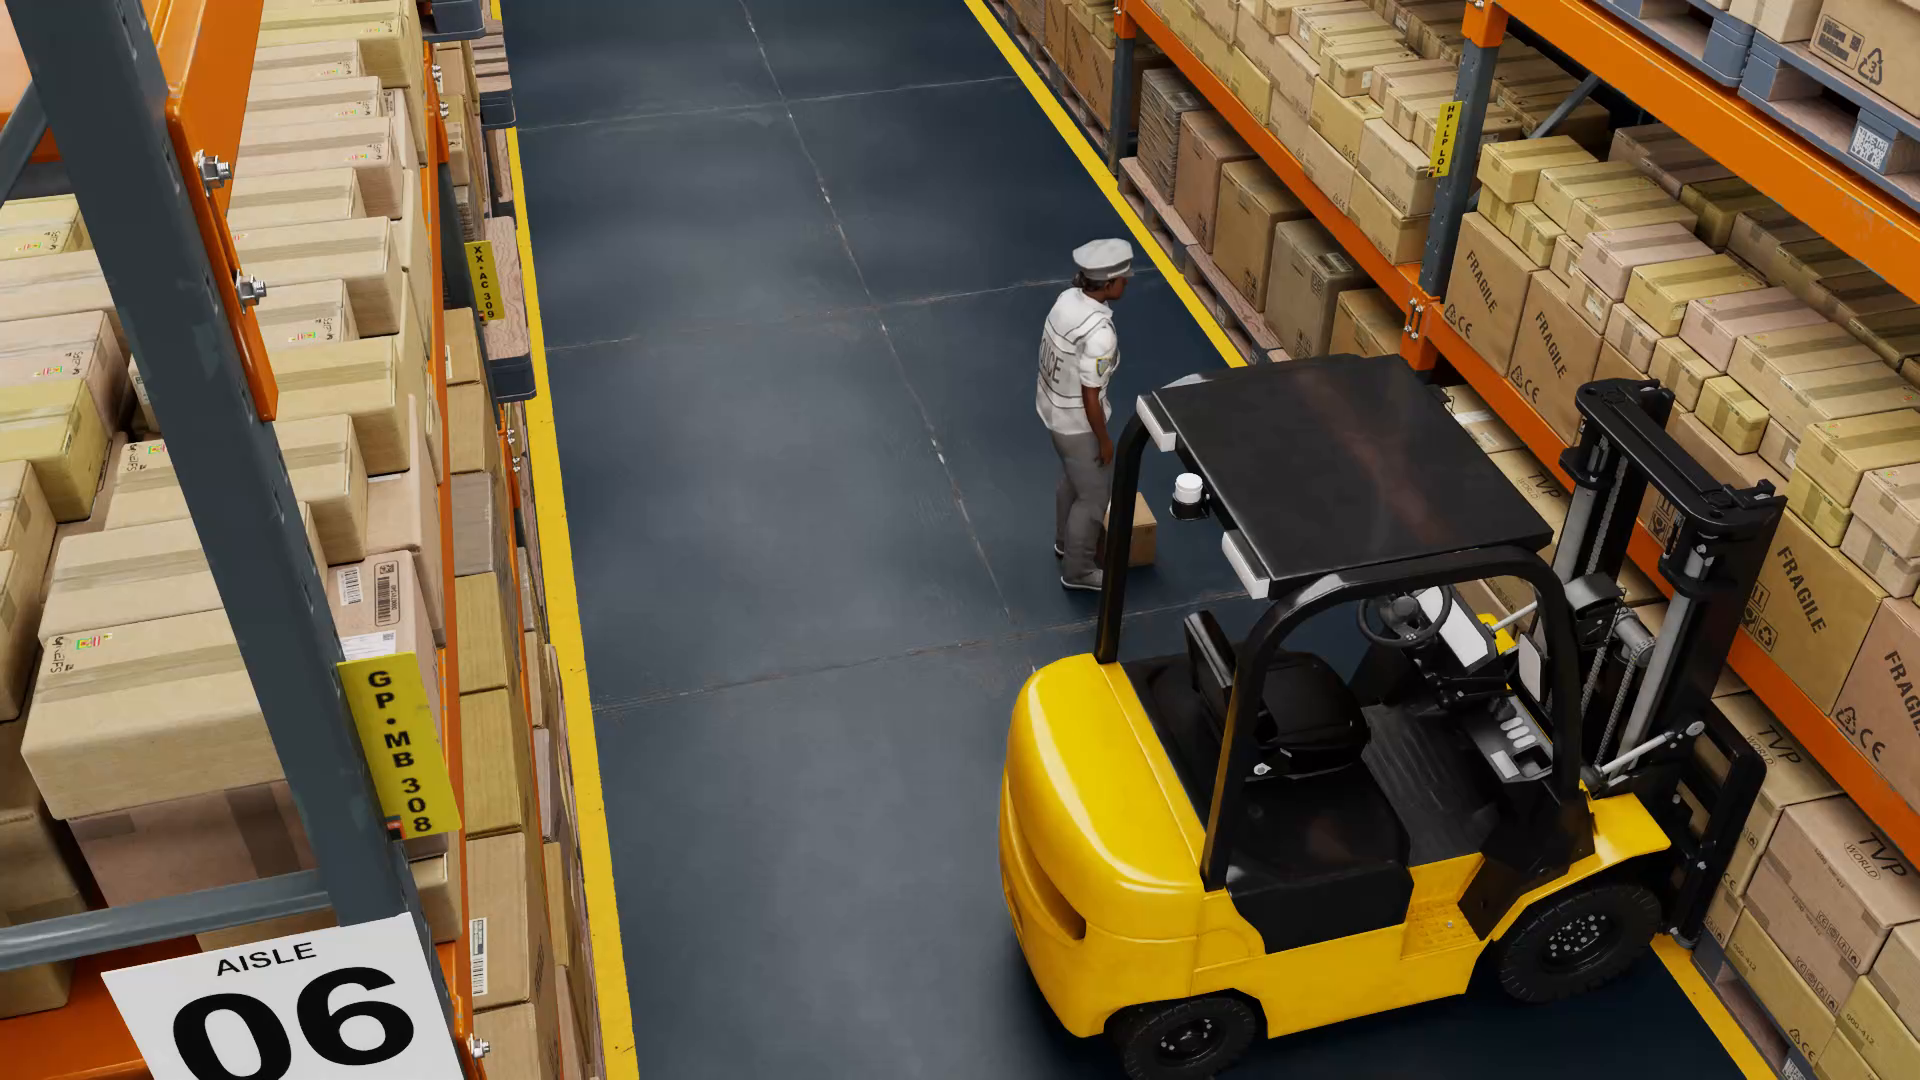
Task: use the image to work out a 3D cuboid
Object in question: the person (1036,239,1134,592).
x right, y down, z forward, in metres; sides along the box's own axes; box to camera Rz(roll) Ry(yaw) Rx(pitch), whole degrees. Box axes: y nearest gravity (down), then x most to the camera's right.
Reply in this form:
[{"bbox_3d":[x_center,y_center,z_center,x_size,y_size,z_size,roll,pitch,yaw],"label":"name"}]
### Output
[{"bbox_3d":[0.559,-0.546,7.402,0.415,1.660,0.506,-9,39,-11],"label":"person"}]
